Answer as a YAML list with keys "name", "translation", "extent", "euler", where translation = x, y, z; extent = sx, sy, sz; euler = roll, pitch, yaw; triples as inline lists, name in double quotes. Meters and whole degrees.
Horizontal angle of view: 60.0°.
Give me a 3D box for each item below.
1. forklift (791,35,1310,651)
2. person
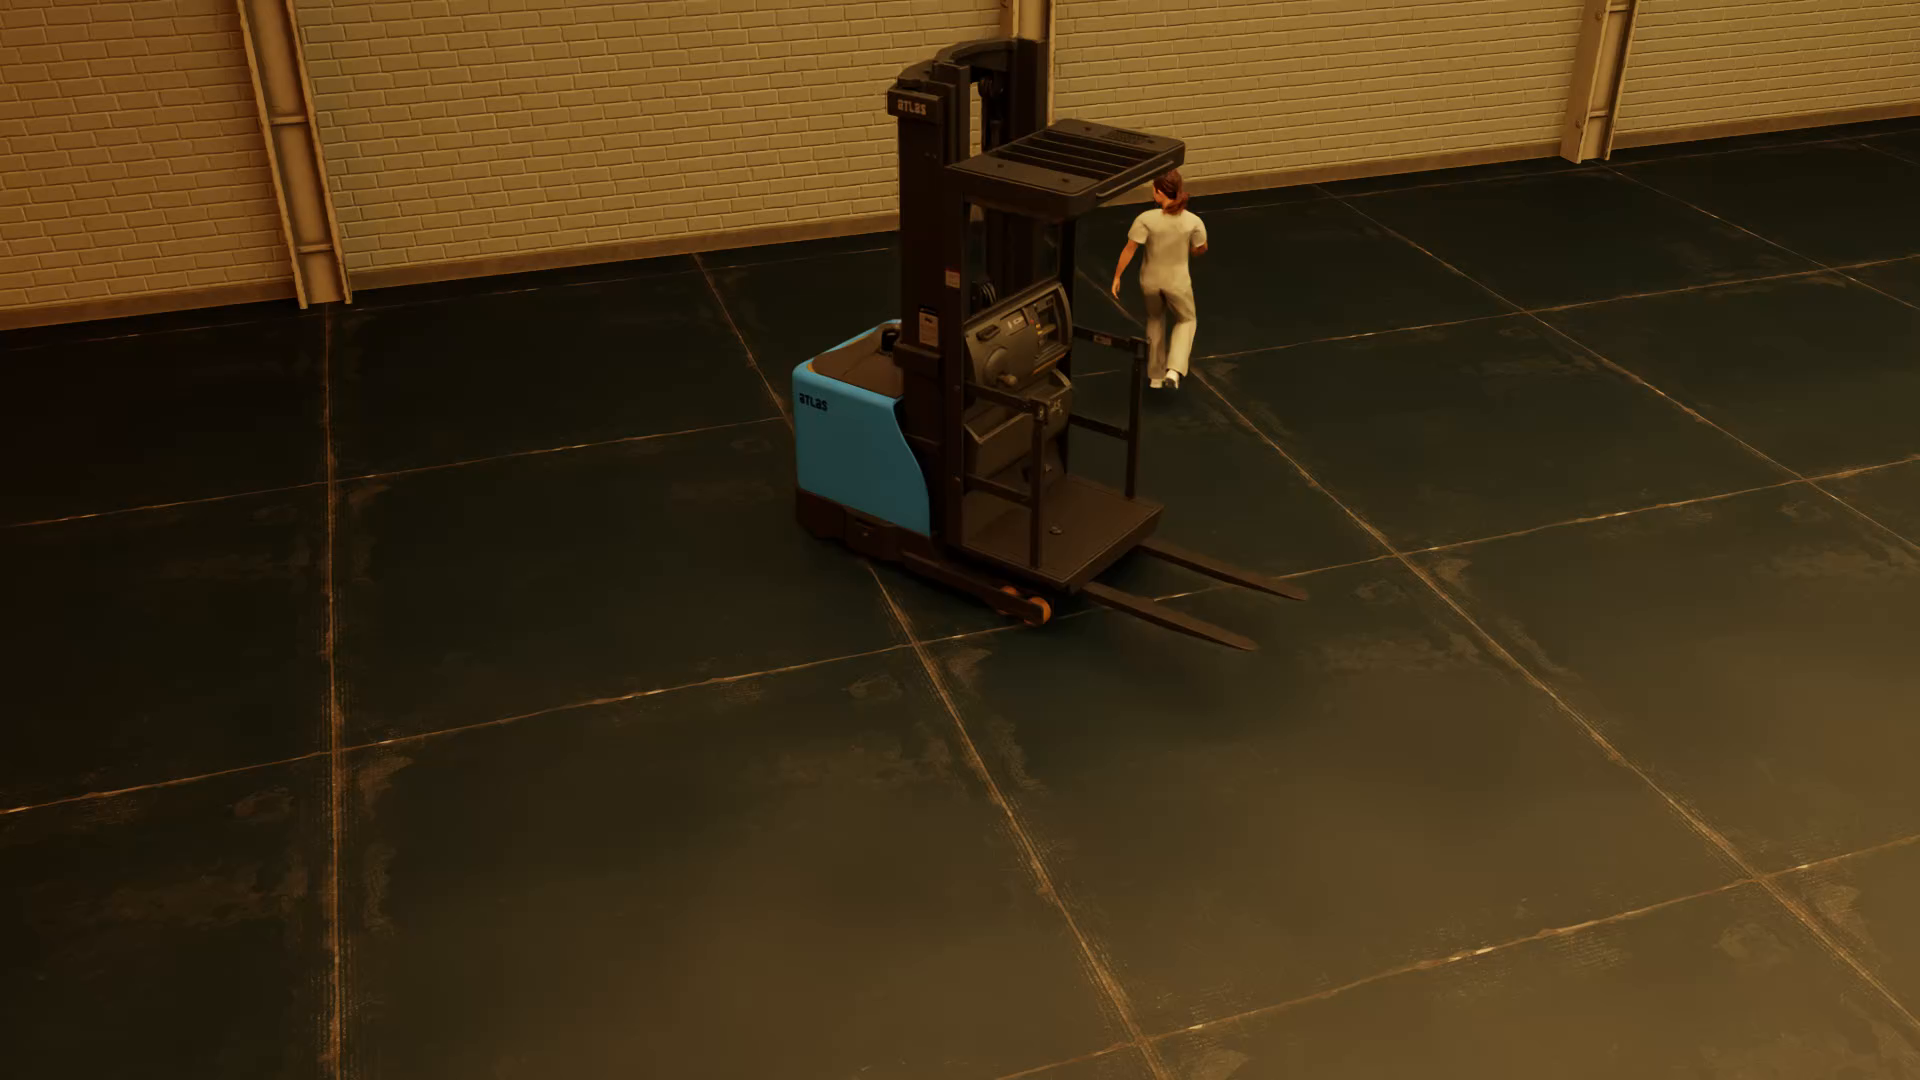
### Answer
- name: "forklift"
  translation: [0.491, -1.090, 8.982]
  extent: [3.031, 2.935, 1.130]
  euler: [20, 36, 31]
- name: "person"
  translation: [1.384, -1.794, 11.519]
  extent: [0.616, 1.630, 0.557]
  euler: [9, 31, 15]
